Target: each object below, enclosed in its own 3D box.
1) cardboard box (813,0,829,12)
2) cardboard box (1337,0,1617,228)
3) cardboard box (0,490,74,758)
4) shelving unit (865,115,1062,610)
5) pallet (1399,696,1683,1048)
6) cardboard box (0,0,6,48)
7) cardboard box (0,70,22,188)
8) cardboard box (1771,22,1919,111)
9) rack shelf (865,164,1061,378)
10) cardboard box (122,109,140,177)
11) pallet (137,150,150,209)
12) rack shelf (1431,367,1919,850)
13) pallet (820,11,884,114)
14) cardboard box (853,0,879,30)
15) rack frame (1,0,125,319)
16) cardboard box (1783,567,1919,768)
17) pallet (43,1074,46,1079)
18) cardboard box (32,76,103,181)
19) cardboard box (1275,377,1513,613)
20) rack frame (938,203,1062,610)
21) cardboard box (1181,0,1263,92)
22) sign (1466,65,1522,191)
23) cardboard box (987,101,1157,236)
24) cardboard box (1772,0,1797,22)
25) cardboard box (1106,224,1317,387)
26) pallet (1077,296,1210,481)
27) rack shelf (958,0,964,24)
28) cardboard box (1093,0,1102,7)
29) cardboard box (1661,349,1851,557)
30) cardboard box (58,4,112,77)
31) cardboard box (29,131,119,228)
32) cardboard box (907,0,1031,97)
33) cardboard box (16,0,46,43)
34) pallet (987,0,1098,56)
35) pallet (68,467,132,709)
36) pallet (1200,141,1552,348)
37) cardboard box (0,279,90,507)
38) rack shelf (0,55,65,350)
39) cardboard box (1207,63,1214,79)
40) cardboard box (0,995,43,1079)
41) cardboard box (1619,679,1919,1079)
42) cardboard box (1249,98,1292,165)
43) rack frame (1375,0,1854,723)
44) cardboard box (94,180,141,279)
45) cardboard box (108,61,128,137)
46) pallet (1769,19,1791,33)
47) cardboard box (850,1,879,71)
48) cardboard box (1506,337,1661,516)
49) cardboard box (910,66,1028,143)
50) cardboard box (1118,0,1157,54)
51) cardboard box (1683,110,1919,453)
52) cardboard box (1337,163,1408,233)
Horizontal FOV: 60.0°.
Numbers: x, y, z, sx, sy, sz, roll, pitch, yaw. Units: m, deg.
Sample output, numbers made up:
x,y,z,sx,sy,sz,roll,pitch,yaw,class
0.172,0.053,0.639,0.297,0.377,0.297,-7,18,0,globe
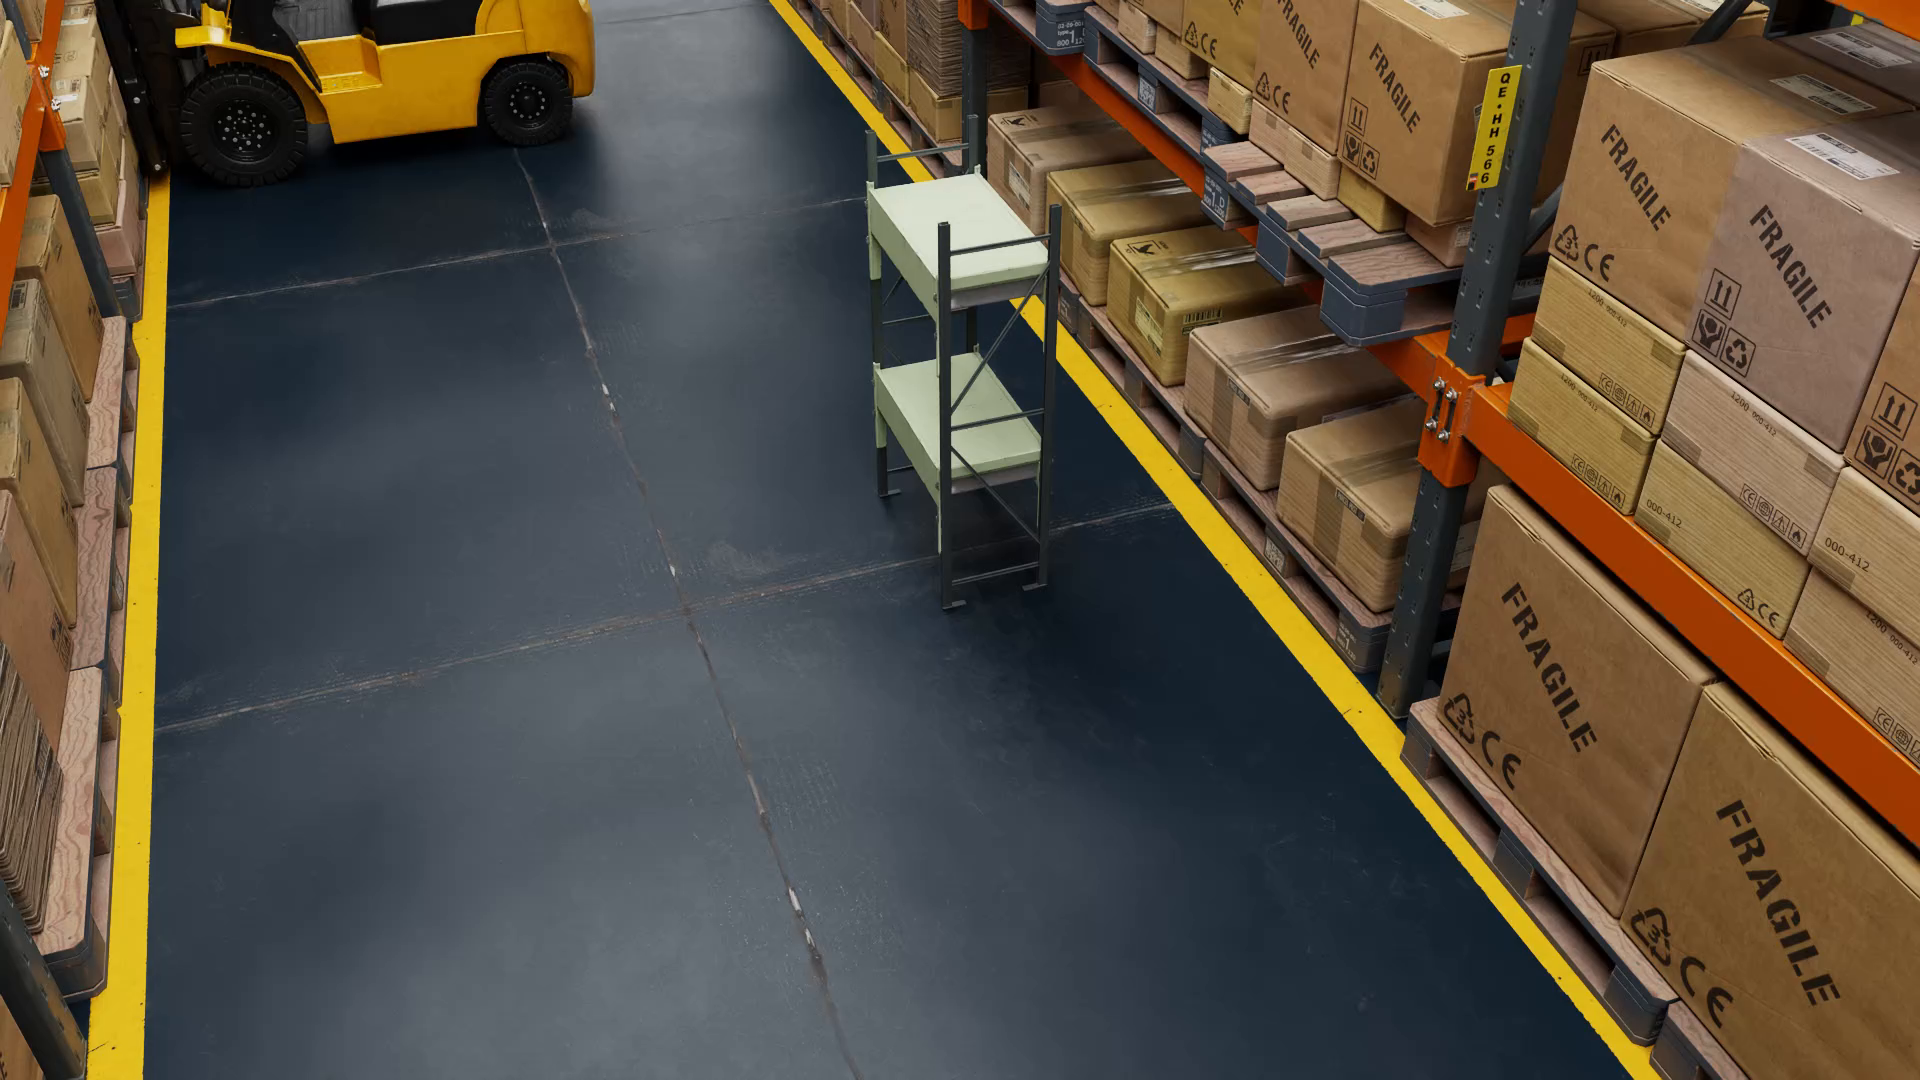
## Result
x,y,z,sx,sy,sz,roll,pitch,yaw,class
-0.692,-3.524,10.372,0.500,0.250,0.500,-11,38,-14,cardboard box
1.457,-1.264,4.755,0.500,0.500,0.500,-14,39,-17,cardboard box
-3.219,0.350,4.917,0.875,0.625,0.625,-11,38,-14,cardboard box
-0.002,-0.603,5.804,0.431,1.500,0.755,-12,39,-16,shelving unit
2.075,0.837,4.964,1.003,0.211,1.213,-12,39,-16,pallet
-3.752,-1.883,5.966,0.500,0.250,0.500,-13,39,-17,cardboard box
-3.564,-1.395,5.733,0.500,0.250,0.500,-13,39,-16,cardboard box
2.298,-0.940,4.090,0.500,0.500,0.500,-13,39,-17,cardboard box
-0.002,-0.915,5.569,0.431,0.370,0.720,-12,39,-16,rack shelf
-4.397,-1.950,8.282,0.500,0.250,0.500,-12,39,-15,cardboard box
-4.819,-2.002,8.733,1.003,0.211,1.213,-12,39,-16,pallet
2.563,0.679,3.453,1.077,0.370,4.000,-12,39,-16,rack shelf
-0.190,-2.946,9.986,1.003,0.211,1.213,-12,39,-16,pallet
-0.311,-3.220,9.345,0.500,0.500,0.500,-10,38,-14,cardboard box
-4.161,-1.968,6.370,1.000,3.000,0.127,-12,39,-16,rack frame
2.175,0.234,3.571,0.500,0.250,0.500,-11,38,-14,cardboard box
-2.563,1.835,3.638,1.003,0.211,1.213,-12,39,-16,pallet
-4.033,-1.775,7.219,0.500,0.250,0.500,-13,39,-17,cardboard box
1.690,-0.178,5.828,0.950,0.372,0.625,-15,40,-19,cardboard box
0.124,-0.396,5.529,0.400,1.500,0.023,-12,39,-16,rack frame
1.094,-1.839,5.518,0.500,0.500,0.500,-15,40,-19,cardboard box
1.368,-1.051,4.256,0.100,0.325,0.005,-12,39,-16,sign
0.681,-1.820,8.008,0.950,0.372,0.625,-12,39,-15,cardboard box
4.960,-3.769,10.177,0.875,0.875,0.875,-12,39,-15,cardboard box
1.172,-1.022,6.949,0.950,0.372,0.625,-11,38,-14,cardboard box
1.191,-0.754,7.076,1.003,0.211,1.213,-12,39,-16,pallet
-0.190,-3.840,9.453,1.077,0.370,4.000,-12,39,-16,rack shelf
0.688,-2.246,6.599,0.380,0.149,0.250,-12,39,-15,cardboard box
1.994,-0.248,3.796,0.500,0.250,0.500,-12,39,-15,cardboard box
-4.381,-2.345,7.975,0.500,0.250,0.500,-11,38,-14,cardboard box
-4.038,-1.574,7.368,0.500,0.250,0.500,-13,39,-16,cardboard box
0.043,-2.645,8.582,0.500,0.500,0.500,-13,39,-17,cardboard box
-4.069,-2.313,6.744,0.500,0.500,0.500,-13,39,-17,cardboard box
0.625,-2.459,7.181,1.003,0.211,1.213,-12,39,-16,pallet
-3.447,0.244,5.750,1.003,0.211,1.213,-12,39,-16,pallet
1.529,-1.042,5.300,1.213,0.211,1.003,-12,39,-16,pallet
-3.711,-0.455,5.985,0.875,0.625,0.625,-13,39,-16,cardboard box
-3.473,-0.551,5.086,1.077,0.370,4.000,-12,39,-16,rack shelf
1.097,-1.676,5.842,0.380,0.149,0.250,-12,39,-16,cardboard box
-2.437,1.317,3.737,0.500,0.500,0.500,-11,38,-15,cardboard box
2.337,0.855,4.039,0.875,0.875,0.875,-12,39,-15,cardboard box
1.173,-1.355,5.416,0.380,0.149,0.250,-14,39,-18,cardboard box
1.875,-0.738,4.737,1.000,3.000,0.127,-12,39,-16,rack frame
-4.017,-1.379,7.524,0.500,0.250,0.500,-12,39,-15,cardboard box
-4.375,-2.145,8.125,0.500,0.250,0.500,-13,39,-16,cardboard box
4.923,-3.412,10.604,1.003,0.211,1.213,-12,39,-16,pallet
-0.321,-2.933,9.586,0.500,0.250,0.500,-12,39,-15,cardboard box
1.807,-0.350,4.346,0.500,0.250,0.500,-13,39,-17,cardboard box
0.042,-2.346,8.807,0.500,0.250,0.500,-11,38,-14,cardboard box
0.814,-1.946,6.200,0.380,0.149,0.250,-11,38,-14,cardboard box
1.995,-0.570,3.600,0.500,0.500,0.500,-12,39,-16,cardboard box
1.381,-1.079,5.048,0.380,0.149,0.250,-12,39,-15,cardboard box
